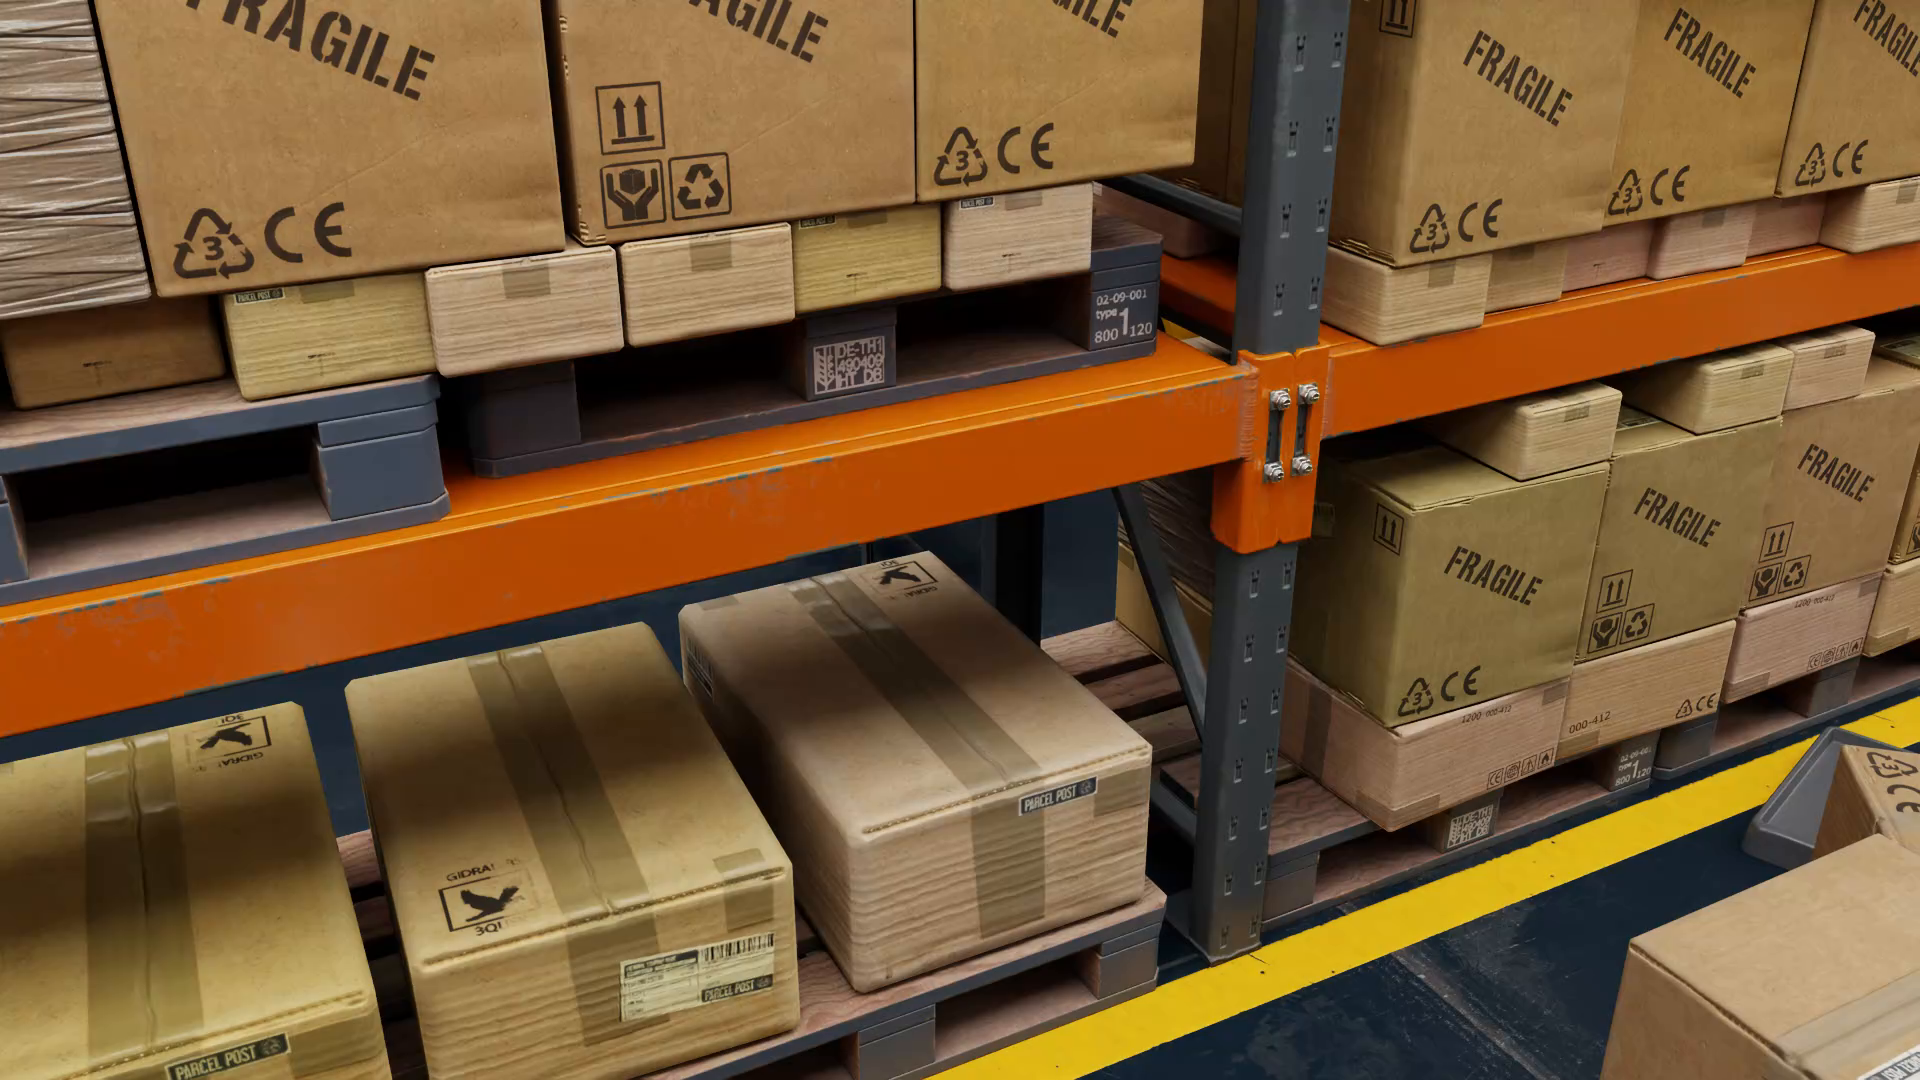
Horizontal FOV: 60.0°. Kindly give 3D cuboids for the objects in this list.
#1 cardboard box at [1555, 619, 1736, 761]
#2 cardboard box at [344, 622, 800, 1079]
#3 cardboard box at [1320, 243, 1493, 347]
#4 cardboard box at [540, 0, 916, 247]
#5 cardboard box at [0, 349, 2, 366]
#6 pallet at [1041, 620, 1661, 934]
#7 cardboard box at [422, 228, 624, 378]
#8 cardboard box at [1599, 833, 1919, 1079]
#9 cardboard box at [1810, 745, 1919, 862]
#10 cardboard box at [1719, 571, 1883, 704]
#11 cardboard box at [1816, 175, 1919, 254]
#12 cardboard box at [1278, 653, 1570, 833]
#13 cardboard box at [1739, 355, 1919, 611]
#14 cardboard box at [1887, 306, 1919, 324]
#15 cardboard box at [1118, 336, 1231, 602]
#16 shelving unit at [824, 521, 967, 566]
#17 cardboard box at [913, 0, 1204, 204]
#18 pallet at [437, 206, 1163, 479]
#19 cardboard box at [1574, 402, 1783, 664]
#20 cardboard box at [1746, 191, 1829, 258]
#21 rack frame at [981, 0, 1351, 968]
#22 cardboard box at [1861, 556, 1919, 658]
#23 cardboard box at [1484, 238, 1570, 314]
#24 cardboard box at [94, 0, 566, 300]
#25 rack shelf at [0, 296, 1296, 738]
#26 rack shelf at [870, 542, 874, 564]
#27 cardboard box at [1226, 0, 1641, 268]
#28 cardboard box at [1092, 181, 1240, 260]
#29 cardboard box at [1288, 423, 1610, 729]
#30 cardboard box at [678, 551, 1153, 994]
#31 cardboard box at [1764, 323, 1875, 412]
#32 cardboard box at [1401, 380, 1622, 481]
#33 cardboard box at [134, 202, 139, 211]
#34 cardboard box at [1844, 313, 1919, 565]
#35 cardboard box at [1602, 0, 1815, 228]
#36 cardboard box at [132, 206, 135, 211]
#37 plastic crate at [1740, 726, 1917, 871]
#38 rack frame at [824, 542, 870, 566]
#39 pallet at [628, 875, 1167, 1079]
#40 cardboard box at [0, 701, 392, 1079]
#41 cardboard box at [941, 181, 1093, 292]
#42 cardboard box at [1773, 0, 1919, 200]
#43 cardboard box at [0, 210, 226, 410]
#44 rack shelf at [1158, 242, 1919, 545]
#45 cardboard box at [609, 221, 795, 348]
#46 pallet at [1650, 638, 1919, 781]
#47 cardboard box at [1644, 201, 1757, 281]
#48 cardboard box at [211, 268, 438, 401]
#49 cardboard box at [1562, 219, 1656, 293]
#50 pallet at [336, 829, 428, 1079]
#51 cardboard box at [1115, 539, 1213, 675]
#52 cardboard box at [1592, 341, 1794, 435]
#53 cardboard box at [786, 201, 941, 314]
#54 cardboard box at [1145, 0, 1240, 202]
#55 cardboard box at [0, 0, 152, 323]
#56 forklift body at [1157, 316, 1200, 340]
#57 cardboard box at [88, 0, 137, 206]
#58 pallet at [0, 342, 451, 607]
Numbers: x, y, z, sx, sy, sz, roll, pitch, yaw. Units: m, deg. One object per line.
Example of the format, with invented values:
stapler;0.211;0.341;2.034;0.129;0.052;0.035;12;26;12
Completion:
cardboard box;1.451;0.244;3.968;0.500;0.250;0.500;-11;28;-22
cardboard box;-0.757;0.575;3.138;0.625;0.372;0.950;-11;28;-22
cardboard box;0.766;-0.505;3.126;0.250;0.149;0.380;-13;29;-25
cardboard box;-0.399;-0.761;2.426;0.500;0.500;0.500;-13;28;-25
cardboard box;-1.369;-0.243;2.096;0.250;0.149;0.380;-12;28;-23
pallet;0.913;0.431;4.109;1.213;0.211;1.003;-13;29;-25
cardboard box;-0.662;-0.376;2.372;0.250;0.149;0.380;-13;28;-25
cardboard box;1.201;0.783;2.167;0.500;0.500;0.500;-13;29;-25
cardboard box;1.923;0.751;3.105;0.500;0.500;0.500;5;26;11
cardboard box;1.917;0.135;4.195;0.500;0.250;0.500;-13;29;-26
cardboard box;1.899;-0.762;3.661;0.250;0.149;0.380;-13;28;-25
cardboard box;0.985;0.357;3.733;0.500;0.250;0.500;-14;29;-27
cardboard box;1.910;-0.200;4.025;0.500;0.500;0.500;-11;28;-22
cardboard box;2.534;-0.605;4.120;0.250;0.149;0.380;-12;28;-23
cardboard box;0.733;-0.187;3.999;0.500;0.500;0.500;-13;29;-26
shelving unit;-0.146;-0.913;4.725;0.503;2.100;0.431;-13;29;-25
cardboard box;0.038;-0.863;2.637;0.500;0.500;0.500;-14;29;-26
pallet;-0.406;-0.490;3.026;1.213;0.211;1.003;-13;29;-25
cardboard box;1.452;-0.095;3.807;0.500;0.500;0.500;-12;28;-23
cardboard box;1.640;-0.745;3.626;0.250;0.149;0.380;-13;29;-25
rack frame;0.337;-0.676;3.193;0.127;3.000;1.000;-13;29;-25
cardboard box;2.360;0.038;4.397;0.500;0.250;0.500;-14;29;-27
cardboard box;0.965;-0.576;3.274;0.250;0.149;0.380;-12;28;-24
cardboard box;-0.858;-0.659;2.212;0.500;0.500;0.500;-12;28;-23
rack shelf;-1.428;0.055;2.500;4.000;0.370;1.077;-13;29;-25
rack shelf;-0.146;-0.270;5.034;0.480;0.518;0.431;-13;29;-25
cardboard box;0.857;-0.839;3.072;0.500;0.500;0.500;-13;29;-25
cardboard box;0.477;-0.745;3.626;0.250;0.149;0.380;-13;29;-26
cardboard box;0.985;0.019;3.570;0.500;0.500;0.500;-12;28;-23
cardboard box;-0.124;0.427;3.446;0.625;0.372;0.950;-13;28;-24
cardboard box;1.812;-0.437;3.771;0.250;0.149;0.380;-11;28;-22
cardboard box;1.123;-0.276;3.435;0.250;0.149;0.380;-13;28;-24
cardboard box;-1.203;-0.540;2.714;0.250;0.149;0.380;-13;28;-25
cardboard box;2.375;-0.308;4.252;0.500;0.500;0.500;-14;29;-26
cardboard box;1.289;-0.950;3.303;0.500;0.500;0.500;-13;29;-25
cardboard box;-3.145;-1.424;7.009;0.625;0.625;0.875;-13;29;-26
plastic crate;2.108;0.633;3.838;0.402;0.080;0.583;21;33;37
rack frame;-0.361;-0.863;4.622;0.015;2.100;0.400;-13;29;-25
pallet;-0.349;0.740;3.465;1.213;0.211;1.003;-13;29;-25
cardboard box;-1.370;0.717;2.842;0.625;0.372;0.950;-12;28;-23
cardboard box;0.013;-0.542;2.718;0.250;0.149;0.380;-13;28;-24
cardboard box;1.738;-1.047;3.506;0.500;0.500;0.500;-13;29;-26
cardboard box;-1.175;-0.325;2.267;0.250;0.149;0.380;-14;29;-27
rack shelf;2.102;-0.759;4.197;4.000;0.370;1.077;-13;29;-25
cardboard box;-0.439;-0.429;2.483;0.250;0.149;0.380;-14;29;-26
pallet;1.991;0.180;4.630;1.213;0.211;1.003;-13;29;-25
cardboard box;1.419;-0.679;3.488;0.250;0.149;0.380;-12;28;-24
cardboard box;-0.894;-0.340;2.297;0.250;0.149;0.380;-13;29;-25
cardboard box;1.185;-0.642;3.411;0.250;0.149;0.380;-13;29;-25
pallet;-1.427;0.990;2.944;1.213;0.211;1.003;-13;29;-25
cardboard box;0.732;0.151;4.162;0.500;0.250;0.500;-12;28;-23
cardboard box;1.576;-0.381;3.655;0.250;0.149;0.380;-12;28;-23
cardboard box;-0.228;-0.495;2.621;0.250;0.149;0.380;-14;29;-27
cardboard box;0.612;-1.041;3.493;0.500;0.500;0.500;-14;29;-26
cardboard box;-1.319;-0.552;1.989;0.500;0.500;0.500;-14;29;-27
forklift body;0.713;-1.920;6.764;1.214;2.155;2.313;-13;29;-25
cardboard box;-1.544;-0.752;2.407;0.500;0.500;0.500;-14;29;-27
pallet;-1.465;-0.194;2.410;1.213;0.211;1.003;-13;29;-25
